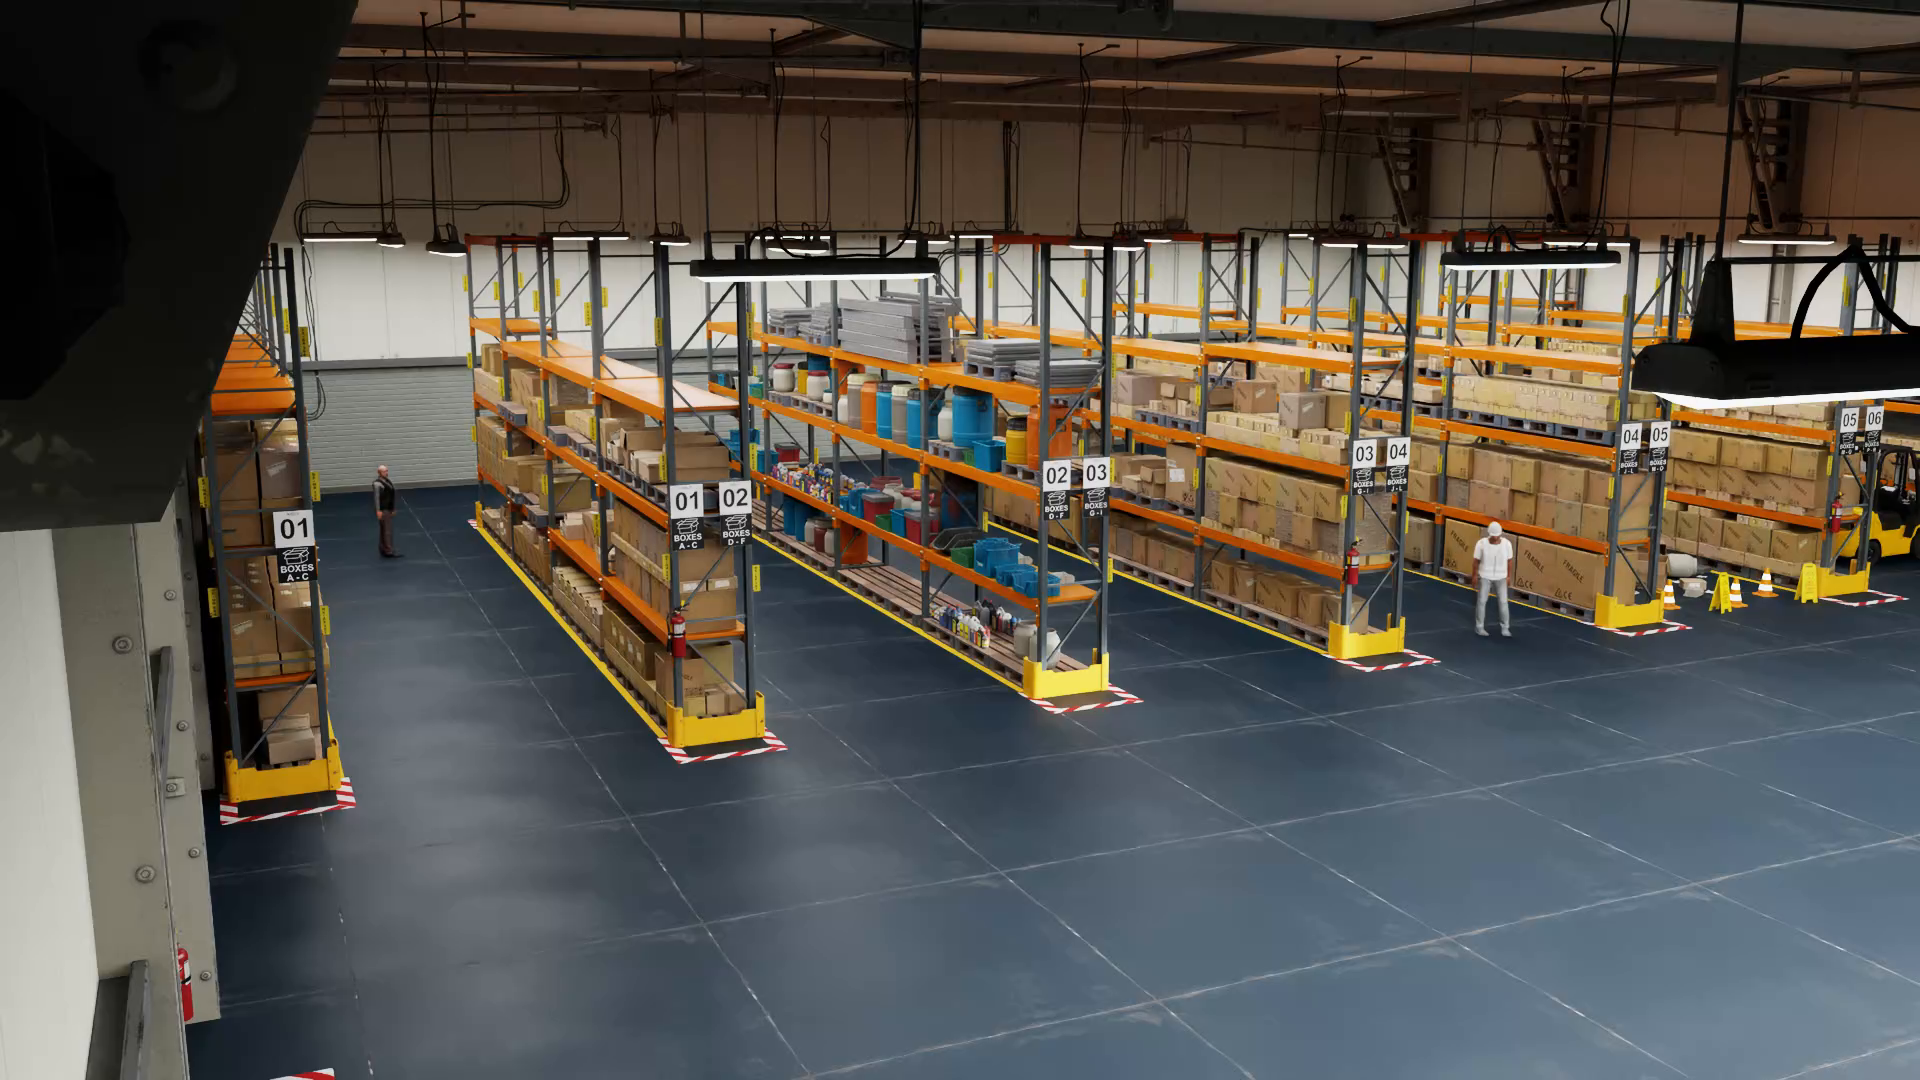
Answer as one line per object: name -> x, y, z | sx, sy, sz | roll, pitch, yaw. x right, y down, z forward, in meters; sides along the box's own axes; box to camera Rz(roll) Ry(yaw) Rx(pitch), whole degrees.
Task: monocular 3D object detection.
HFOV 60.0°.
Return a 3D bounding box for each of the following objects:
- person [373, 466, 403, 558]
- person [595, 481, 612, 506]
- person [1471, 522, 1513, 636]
person -> -10.842, -0.559, 31.526 | 0.474, 1.729, 0.568 | -2, 11, -11
person -> -7.243, -1.138, 34.385 | 0.594, 1.770, 0.586 | 2, 11, 8
person -> 8.162, 0.581, 25.470 | 0.618, 1.763, 0.419 | 2, 11, 9
